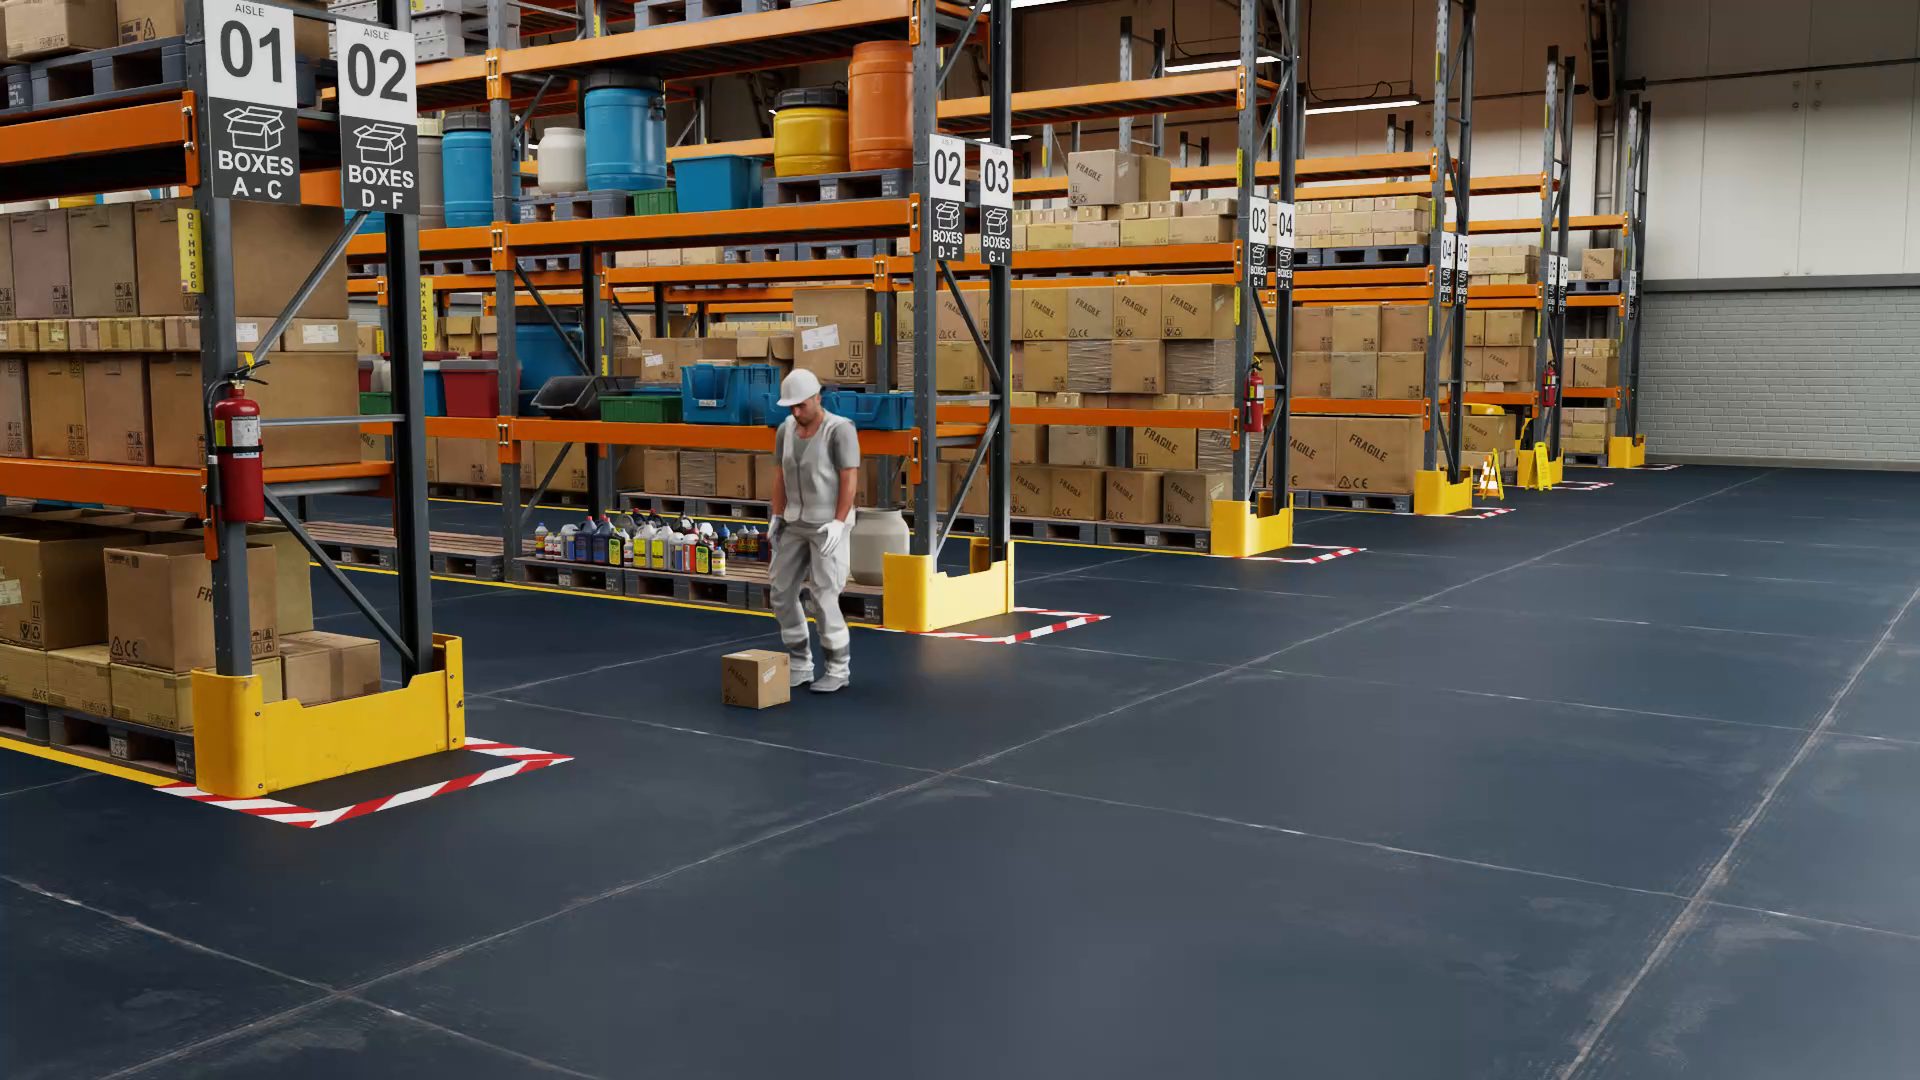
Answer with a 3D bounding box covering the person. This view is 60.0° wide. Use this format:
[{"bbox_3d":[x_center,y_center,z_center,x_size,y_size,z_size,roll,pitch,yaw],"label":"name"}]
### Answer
[{"bbox_3d":[-0.805,0.092,8.873,0.583,1.442,0.750,4,7,34],"label":"person"}]
